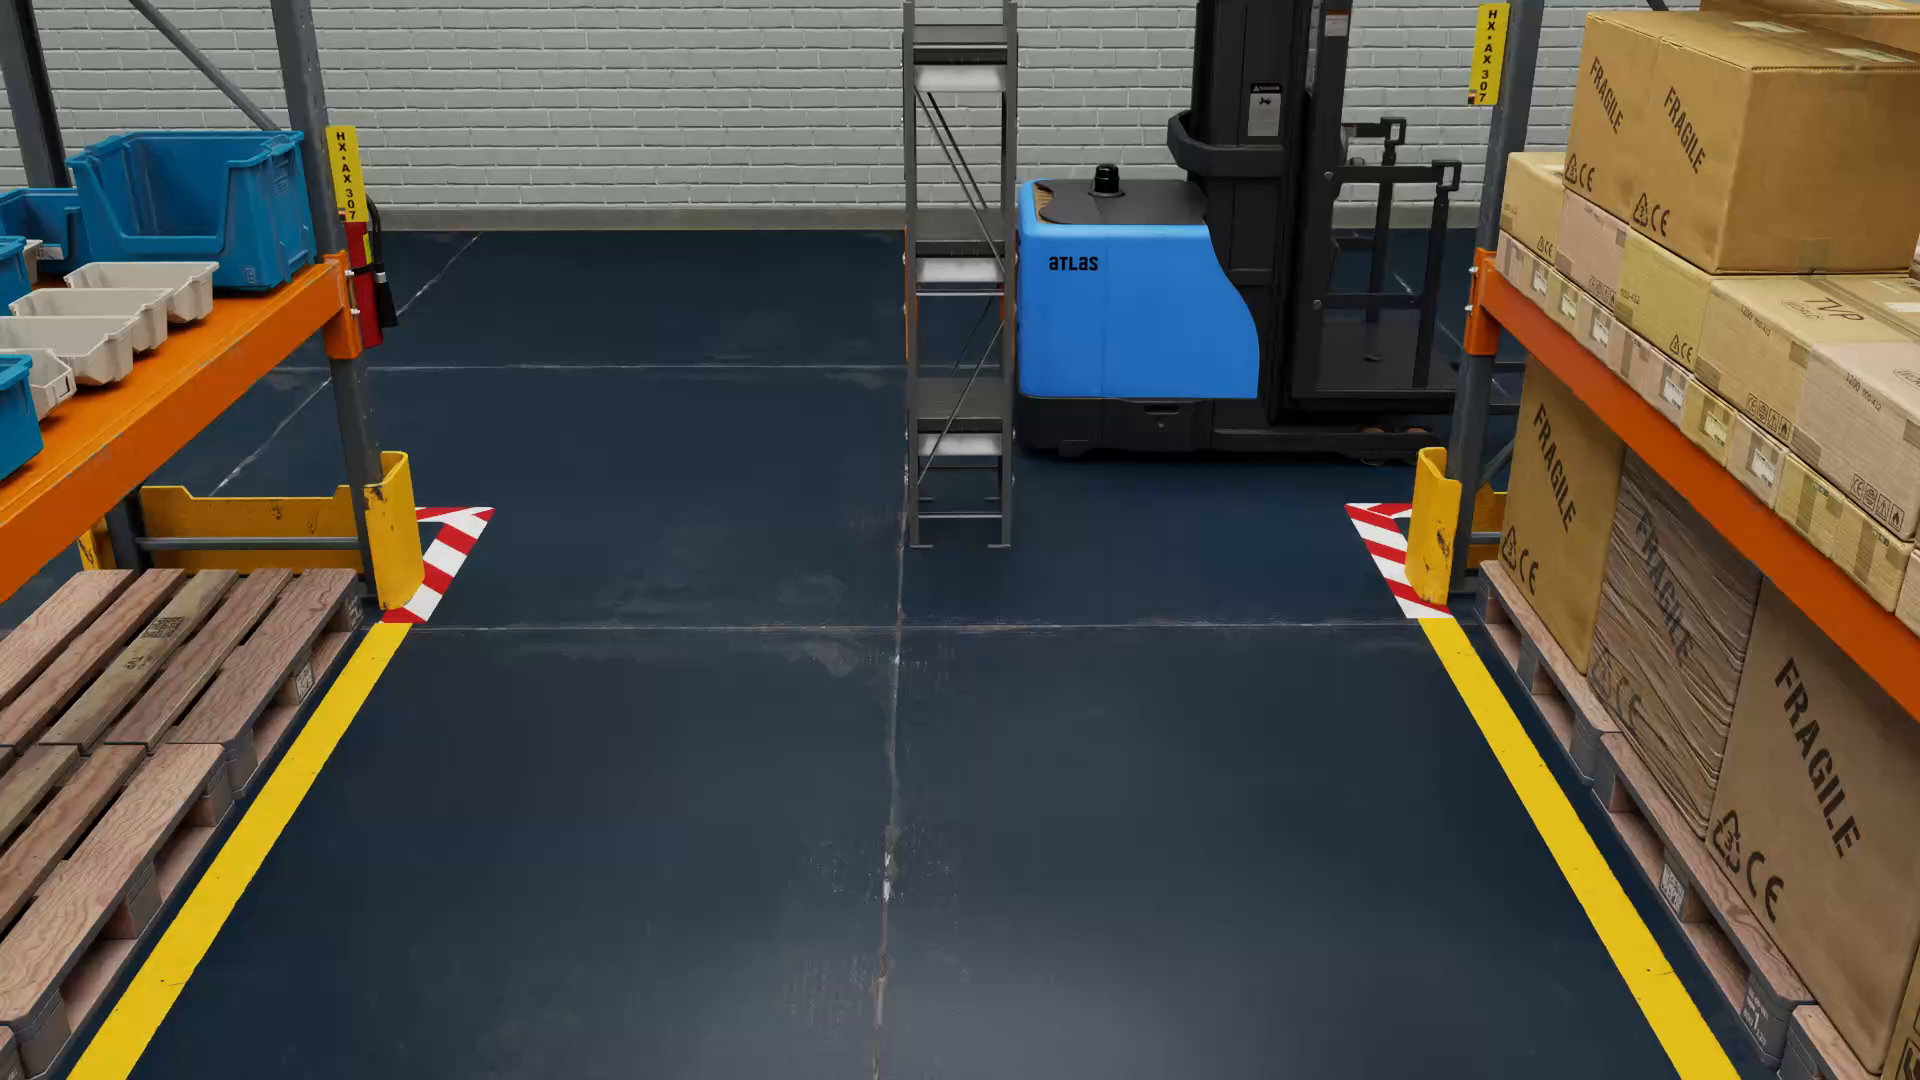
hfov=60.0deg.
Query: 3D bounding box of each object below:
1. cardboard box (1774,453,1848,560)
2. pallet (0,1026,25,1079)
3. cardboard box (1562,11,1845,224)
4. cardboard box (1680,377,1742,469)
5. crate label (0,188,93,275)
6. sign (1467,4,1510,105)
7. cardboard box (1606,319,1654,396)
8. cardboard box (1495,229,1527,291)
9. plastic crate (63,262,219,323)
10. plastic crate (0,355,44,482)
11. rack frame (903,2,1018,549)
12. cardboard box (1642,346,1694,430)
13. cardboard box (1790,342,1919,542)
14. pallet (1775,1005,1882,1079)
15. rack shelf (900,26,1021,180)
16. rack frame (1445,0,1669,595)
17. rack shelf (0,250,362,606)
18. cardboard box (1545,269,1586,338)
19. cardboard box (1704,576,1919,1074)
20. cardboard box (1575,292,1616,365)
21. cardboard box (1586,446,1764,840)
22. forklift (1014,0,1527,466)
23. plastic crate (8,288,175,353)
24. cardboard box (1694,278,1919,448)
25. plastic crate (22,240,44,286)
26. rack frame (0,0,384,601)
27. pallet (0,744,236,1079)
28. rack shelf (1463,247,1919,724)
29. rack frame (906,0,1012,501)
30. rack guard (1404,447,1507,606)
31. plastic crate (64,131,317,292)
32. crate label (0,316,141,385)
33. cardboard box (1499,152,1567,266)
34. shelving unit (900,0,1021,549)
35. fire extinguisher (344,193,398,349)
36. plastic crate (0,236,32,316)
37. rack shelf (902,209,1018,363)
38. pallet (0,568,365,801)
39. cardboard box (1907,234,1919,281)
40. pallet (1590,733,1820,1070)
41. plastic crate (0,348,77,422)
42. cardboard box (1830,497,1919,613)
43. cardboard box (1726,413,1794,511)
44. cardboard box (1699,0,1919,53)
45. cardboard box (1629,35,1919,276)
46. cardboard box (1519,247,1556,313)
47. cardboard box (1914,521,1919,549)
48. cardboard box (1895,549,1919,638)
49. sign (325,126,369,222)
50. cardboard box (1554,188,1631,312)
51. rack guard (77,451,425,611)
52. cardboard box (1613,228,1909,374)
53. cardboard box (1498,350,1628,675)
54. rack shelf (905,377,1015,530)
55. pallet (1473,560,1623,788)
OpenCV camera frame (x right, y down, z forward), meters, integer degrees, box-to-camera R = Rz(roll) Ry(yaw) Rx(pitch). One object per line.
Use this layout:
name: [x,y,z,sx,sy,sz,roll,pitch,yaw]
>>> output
cardboard box: [2.012,-0.077,3.585,0.380,0.149,0.250,-1,24,-1]
pallet: [-2.642,1.452,3.283,1.003,0.211,1.213,0,24,-1]
cardboard box: [2.055,-1.190,4.652,0.500,0.500,0.500,-1,24,-2]
cardboard box: [2.006,-0.290,4.056,0.380,0.149,0.250,-1,24,-2]
crate label: [-2.965,-1.011,5.477,0.416,0.233,0.303,0,24,-1]
sign: [1.759,-1.616,5.537,0.100,0.325,0.005,0,24,-1]
cardboard box: [2.001,-0.500,4.521,0.380,0.149,0.250,-1,24,-2]
cardboard box: [1.988,-0.924,5.457,0.380,0.149,0.250,0,24,0]
plastic crate: [-2.449,-0.736,4.984,0.396,0.136,0.243,0,24,-1]
plastic crate: [-2.360,-0.270,3.836,0.416,0.233,0.300,0,24,-1]
rack frame: [0.001,-0.924,6.246,0.400,2.100,0.015,0,24,-1]
cardboard box: [2.004,-0.394,4.286,0.380,0.149,0.250,-1,24,-1]
cardboard box: [2.076,-0.209,3.393,0.500,0.250,0.500,0,24,1]
pallet: [2.427,1.419,3.356,1.003,0.211,1.213,0,24,-1]
rack shelf: [-0.002,-1.650,6.185,0.431,0.518,0.480,0,24,-1]
rack frame: [2.314,-1.186,5.732,1.000,3.000,0.127,0,24,-1]
rack shelf: [-2.617,-0.012,4.009,1.077,0.370,4.000,0,24,-1]
cardboard box: [1.995,-0.712,4.990,0.380,0.149,0.250,-1,24,-2]
cardboard box: [2.420,0.596,3.861,0.875,0.875,0.875,0,24,-1]
cardboard box: [1.999,-0.605,4.752,0.380,0.149,0.250,-1,24,-1]
cardboard box: [2.411,0.229,4.672,0.875,0.875,0.875,0,24,-1]
forklift: [1.780,-1.891,7.374,3.031,2.935,1.130,0,24,1]
plastic crate: [-2.460,-0.616,4.719,0.396,0.136,0.243,0,24,-1]
cardboard box: [2.074,-0.418,3.855,0.500,0.250,0.500,-1,24,-2]
plastic crate: [-3.045,-0.835,5.204,0.250,0.136,0.298,0,24,-1]
rack frame: [-2.639,-1.164,5.683,1.000,3.000,0.127,0,24,-1]
pallet: [-2.658,0.948,4.397,1.003,0.211,1.213,0,24,-1]
rack shelf: [2.336,-0.034,4.058,1.077,0.370,4.000,0,24,-1]
rack frame: [-0.004,-1.125,6.690,0.400,2.100,0.015,0,24,-1]
rack guard: [2.314,-0.057,6.269,1.175,0.500,0.348,0,24,-1]
plastic crate: [-2.448,-1.070,5.360,0.616,0.435,0.499,0,24,-1]
crate label: [-2.433,-0.501,4.466,0.396,0.136,0.243,0,24,-1]
cardboard box: [2.049,-1.054,5.262,0.500,0.250,0.500,-1,24,-2]
shelving unit: [-0.002,-1.025,6.468,0.431,2.100,0.503,0,24,-1]
fire extinguisher: [-2.186,-1.023,5.918,0.296,0.674,0.183,0,24,-1]
plastic crate: [-2.958,-0.740,4.877,0.416,0.233,0.300,0,24,-1]
rack shelf: [-0.002,-1.012,6.474,0.431,0.518,0.480,0,24,-1]
pallet: [-2.669,0.447,5.506,1.003,0.211,1.213,0,24,-1]
cardboard box: [2.595,-0.636,4.337,0.500,0.250,0.500,-1,24,-2]
pallet: [2.411,0.915,4.470,1.003,0.211,1.213,0,24,-1]
plastic crate: [-2.411,-0.380,4.196,0.298,0.136,0.250,0,24,-1]
cardboard box: [2.015,0.029,3.352,0.380,0.149,0.250,0,24,0]
cardboard box: [2.011,-0.182,3.817,0.380,0.149,0.250,0,24,0]
cardboard box: [2.582,-1.395,5.106,0.500,0.500,0.500,0,24,0]
cardboard box: [2.066,-0.976,4.180,0.500,0.500,0.500,-1,24,-2]
cardboard box: [1.992,-0.818,5.223,0.380,0.149,0.250,-1,24,-1]
cardboard box: [2.082,0.001,2.928,0.500,0.250,0.500,0,24,1]
cardboard box: [2.018,0.135,3.117,0.380,0.149,0.250,0,24,0]
sign: [-2.089,-1.247,5.669,0.100,0.325,0.005,0,24,-1]
cardboard box: [2.061,-0.840,4.788,0.500,0.250,0.500,-1,24,-1]
rack guard: [-2.652,-0.035,6.220,1.175,0.500,0.348,0,24,-1]
cardboard box: [2.063,-0.633,4.330,0.500,0.250,0.500,-1,24,-2]
cardboard box: [2.401,-0.146,5.501,0.875,0.875,0.875,0,24,-1]
rack shelf: [-0.002,-0.375,6.762,0.431,0.518,0.480,0,24,-1]
pallet: [2.401,0.414,5.579,1.003,0.211,1.213,0,24,-1]
